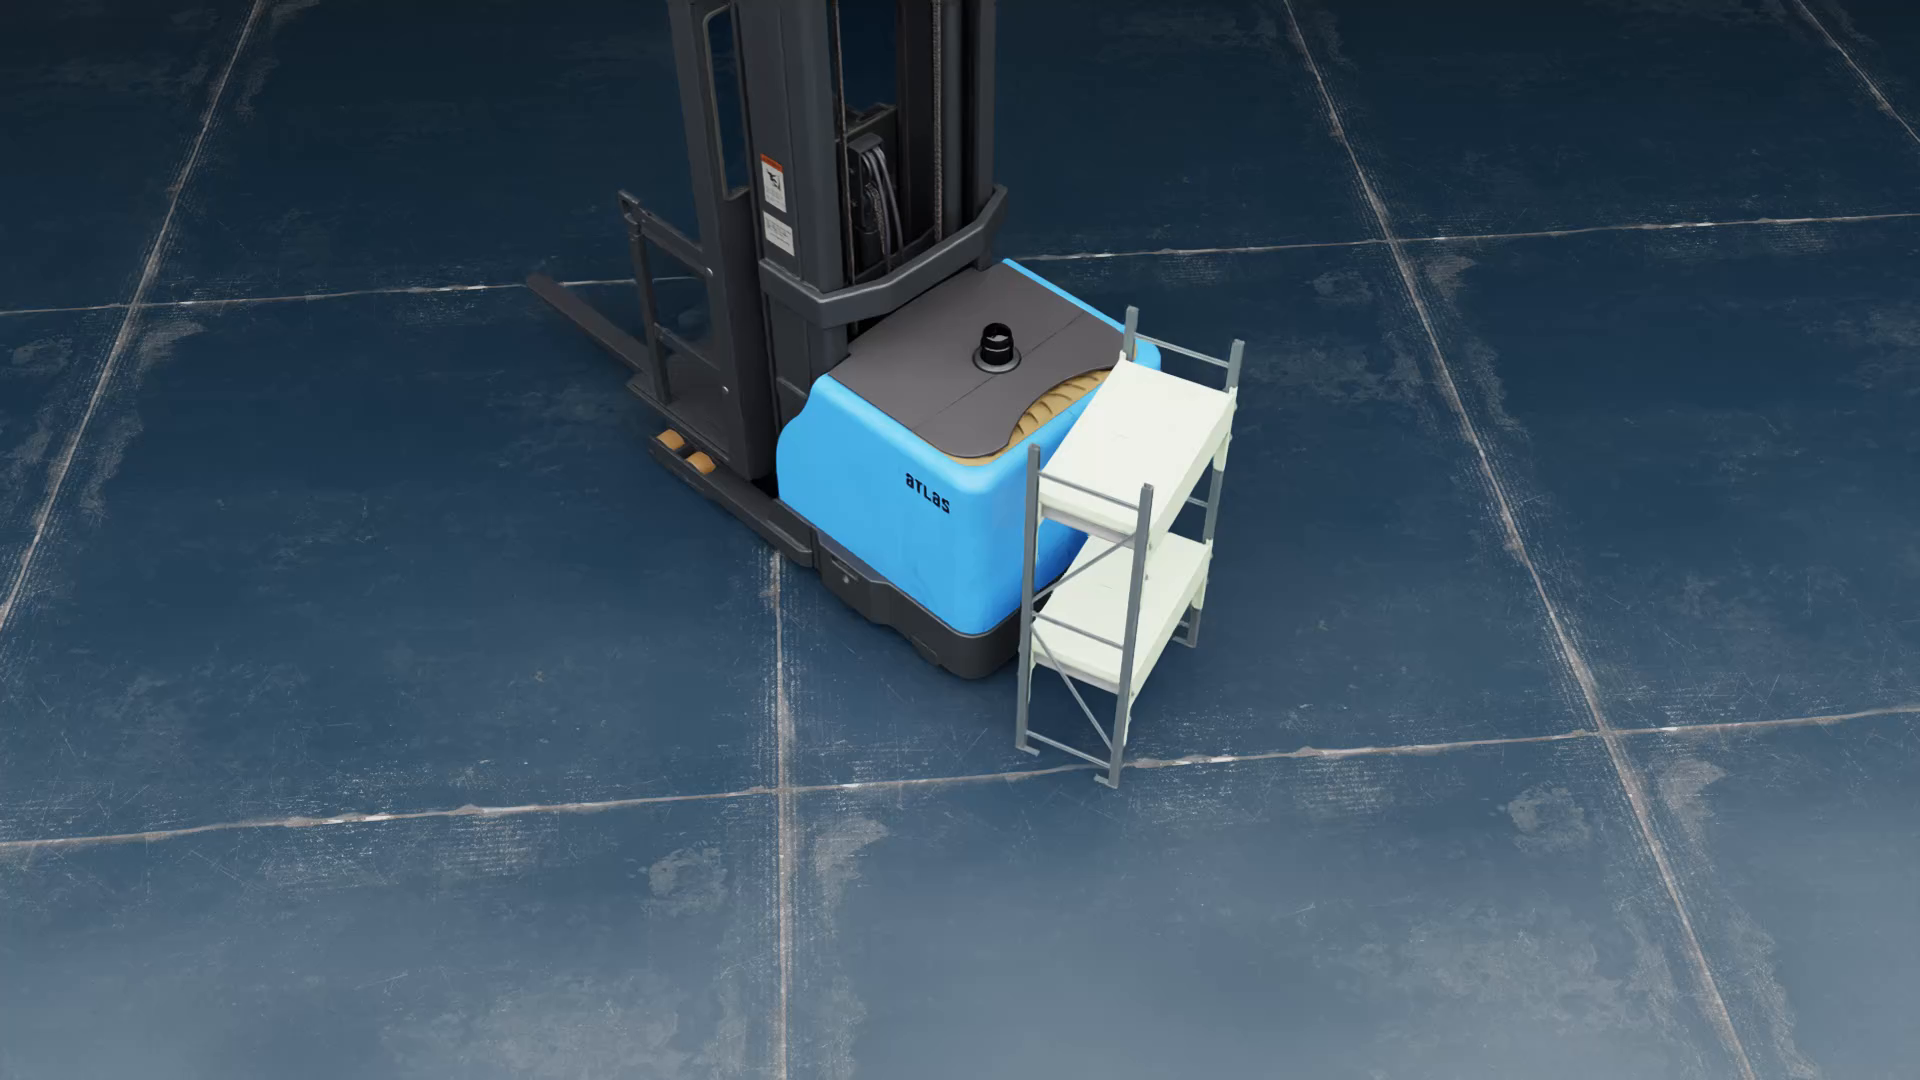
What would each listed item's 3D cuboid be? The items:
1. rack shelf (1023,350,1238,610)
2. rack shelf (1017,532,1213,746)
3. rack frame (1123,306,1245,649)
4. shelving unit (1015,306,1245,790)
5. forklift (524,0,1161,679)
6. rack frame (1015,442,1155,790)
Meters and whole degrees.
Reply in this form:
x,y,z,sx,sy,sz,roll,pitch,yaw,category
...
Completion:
x,y,z,sx,sy,sz,roll,pitch,yaw,category
0.553,-0.206,5.374,0.431,0.370,0.720,21,50,19,rack shelf
0.553,0.287,5.894,0.431,0.370,0.720,21,50,19,rack shelf
0.722,-0.173,5.881,0.400,1.500,0.023,21,50,19,rack frame
0.553,0.063,5.658,0.431,1.500,0.755,21,50,19,shelving unit
-0.670,-1.451,6.105,3.031,2.935,1.130,35,56,29,forklift
0.384,0.298,5.435,0.400,1.500,0.023,21,50,19,rack frame
